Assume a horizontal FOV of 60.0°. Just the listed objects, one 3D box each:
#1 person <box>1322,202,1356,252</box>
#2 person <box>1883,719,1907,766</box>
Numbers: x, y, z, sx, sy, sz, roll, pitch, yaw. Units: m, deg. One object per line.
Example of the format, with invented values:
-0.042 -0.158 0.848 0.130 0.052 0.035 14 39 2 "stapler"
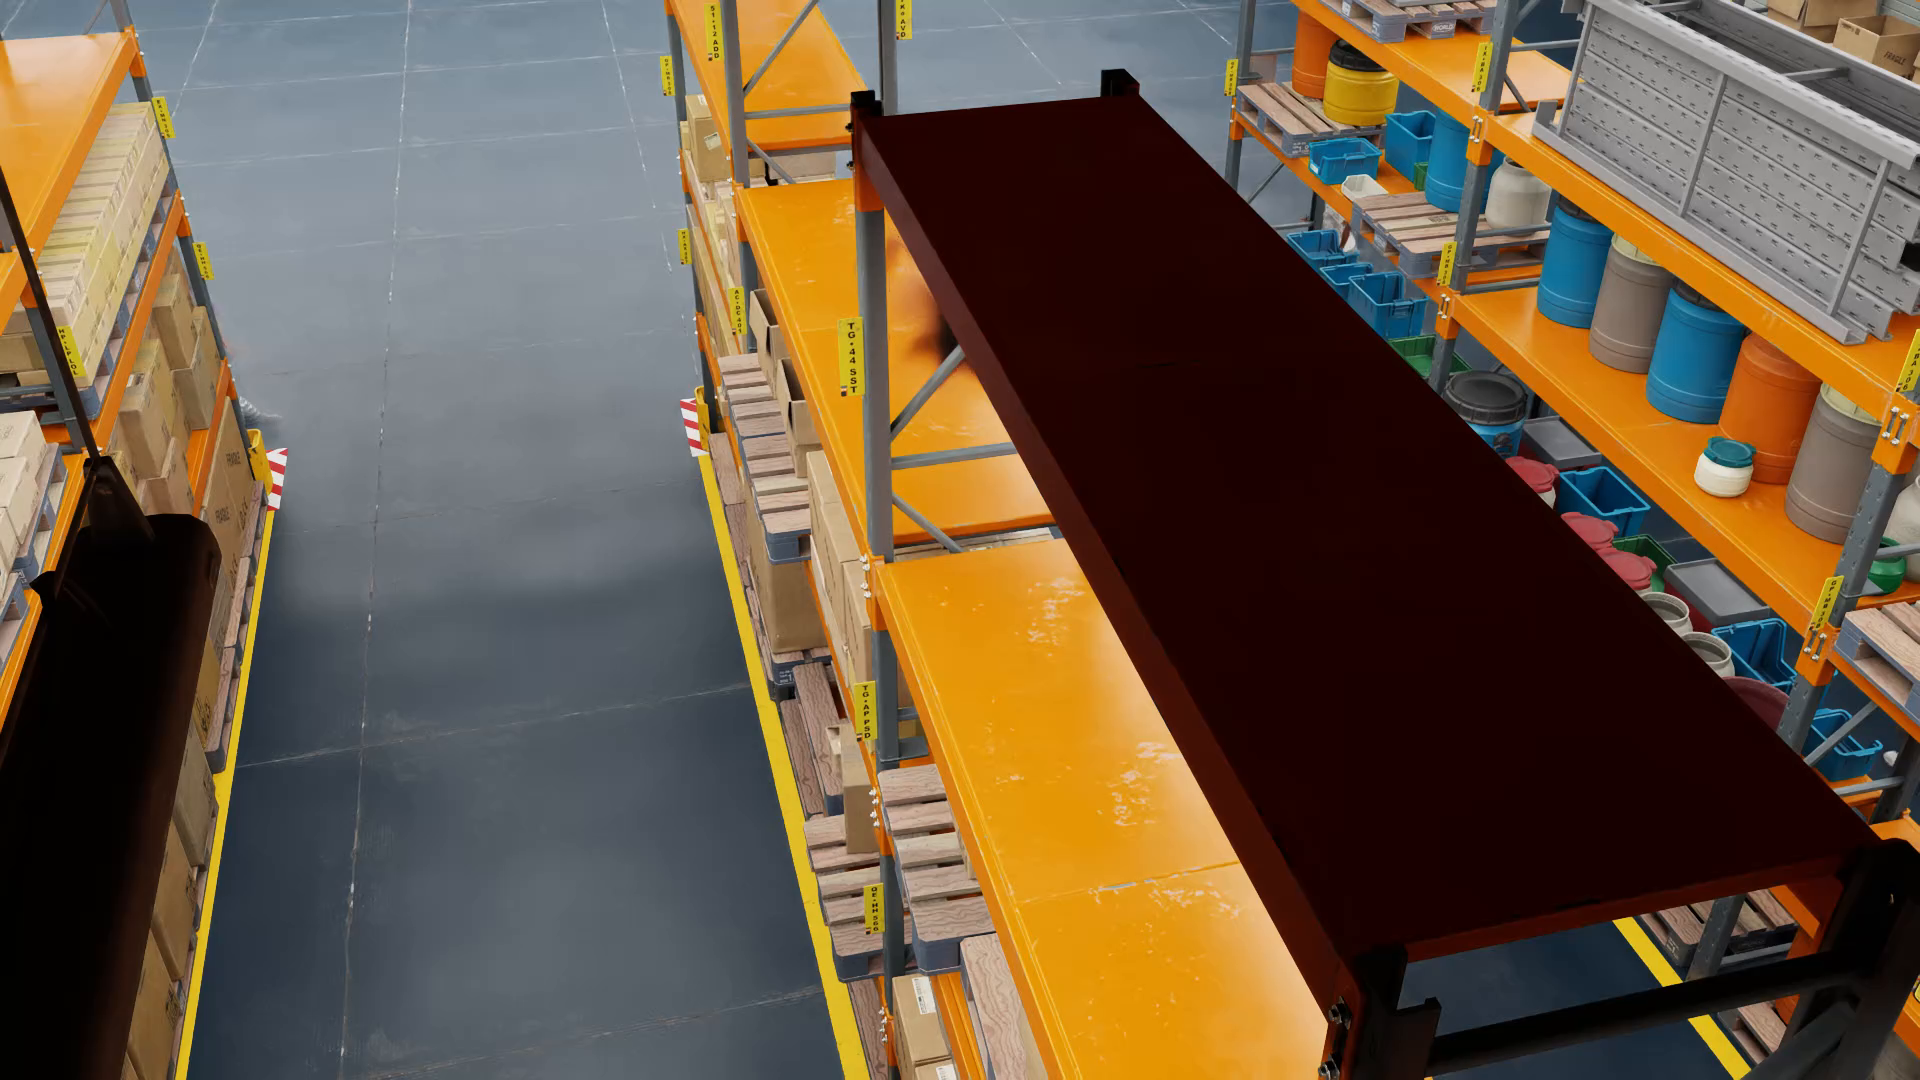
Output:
3.804 -3.193 16.744 0.410 0.612 0.535 18 38 25 "person"
6.758 0.936 11.344 0.732 1.587 0.939 -21 40 -28 "person"
